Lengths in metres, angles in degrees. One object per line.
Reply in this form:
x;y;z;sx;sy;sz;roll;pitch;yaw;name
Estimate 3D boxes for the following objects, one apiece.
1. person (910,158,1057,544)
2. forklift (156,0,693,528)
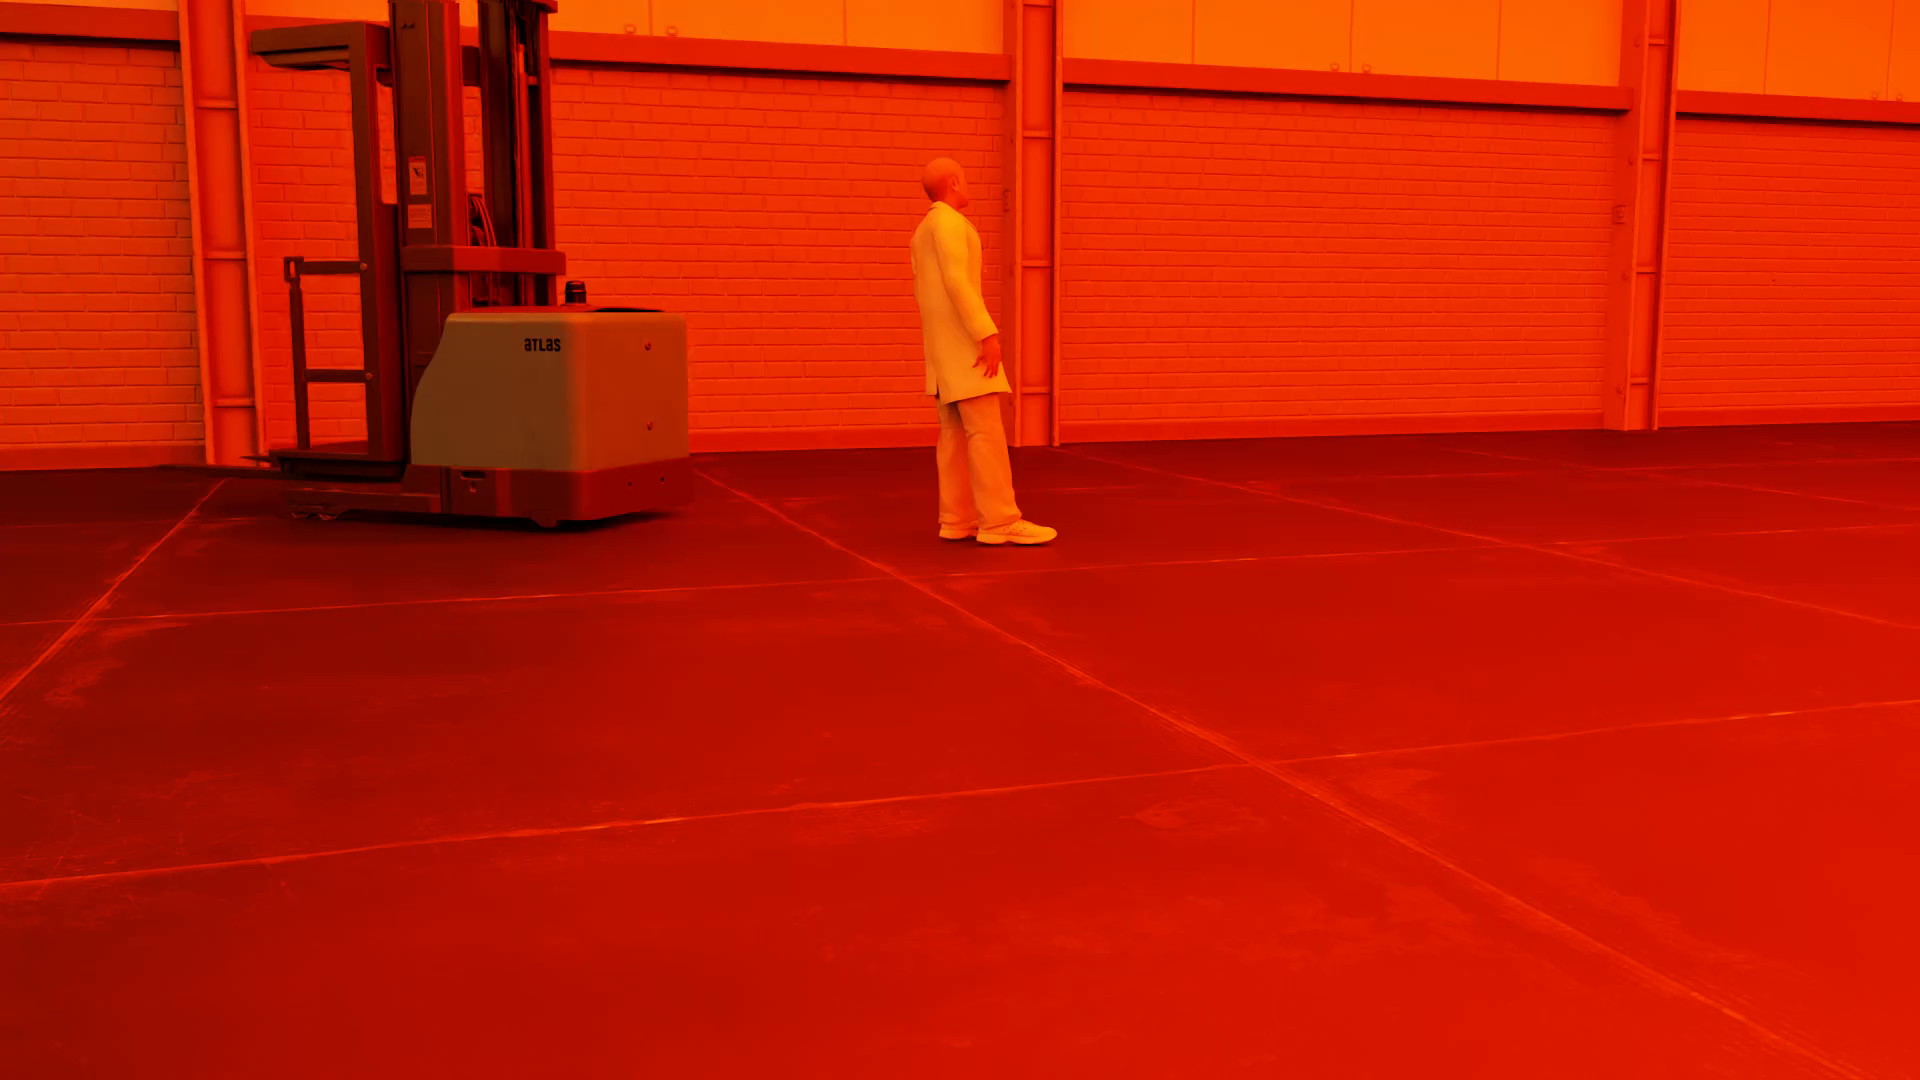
0.087;-0.891;7.827;0.581;1.776;0.694;-3;8;-18;person
-3.003;-1.614;8.918;3.031;2.935;1.130;3;8;22;forklift
